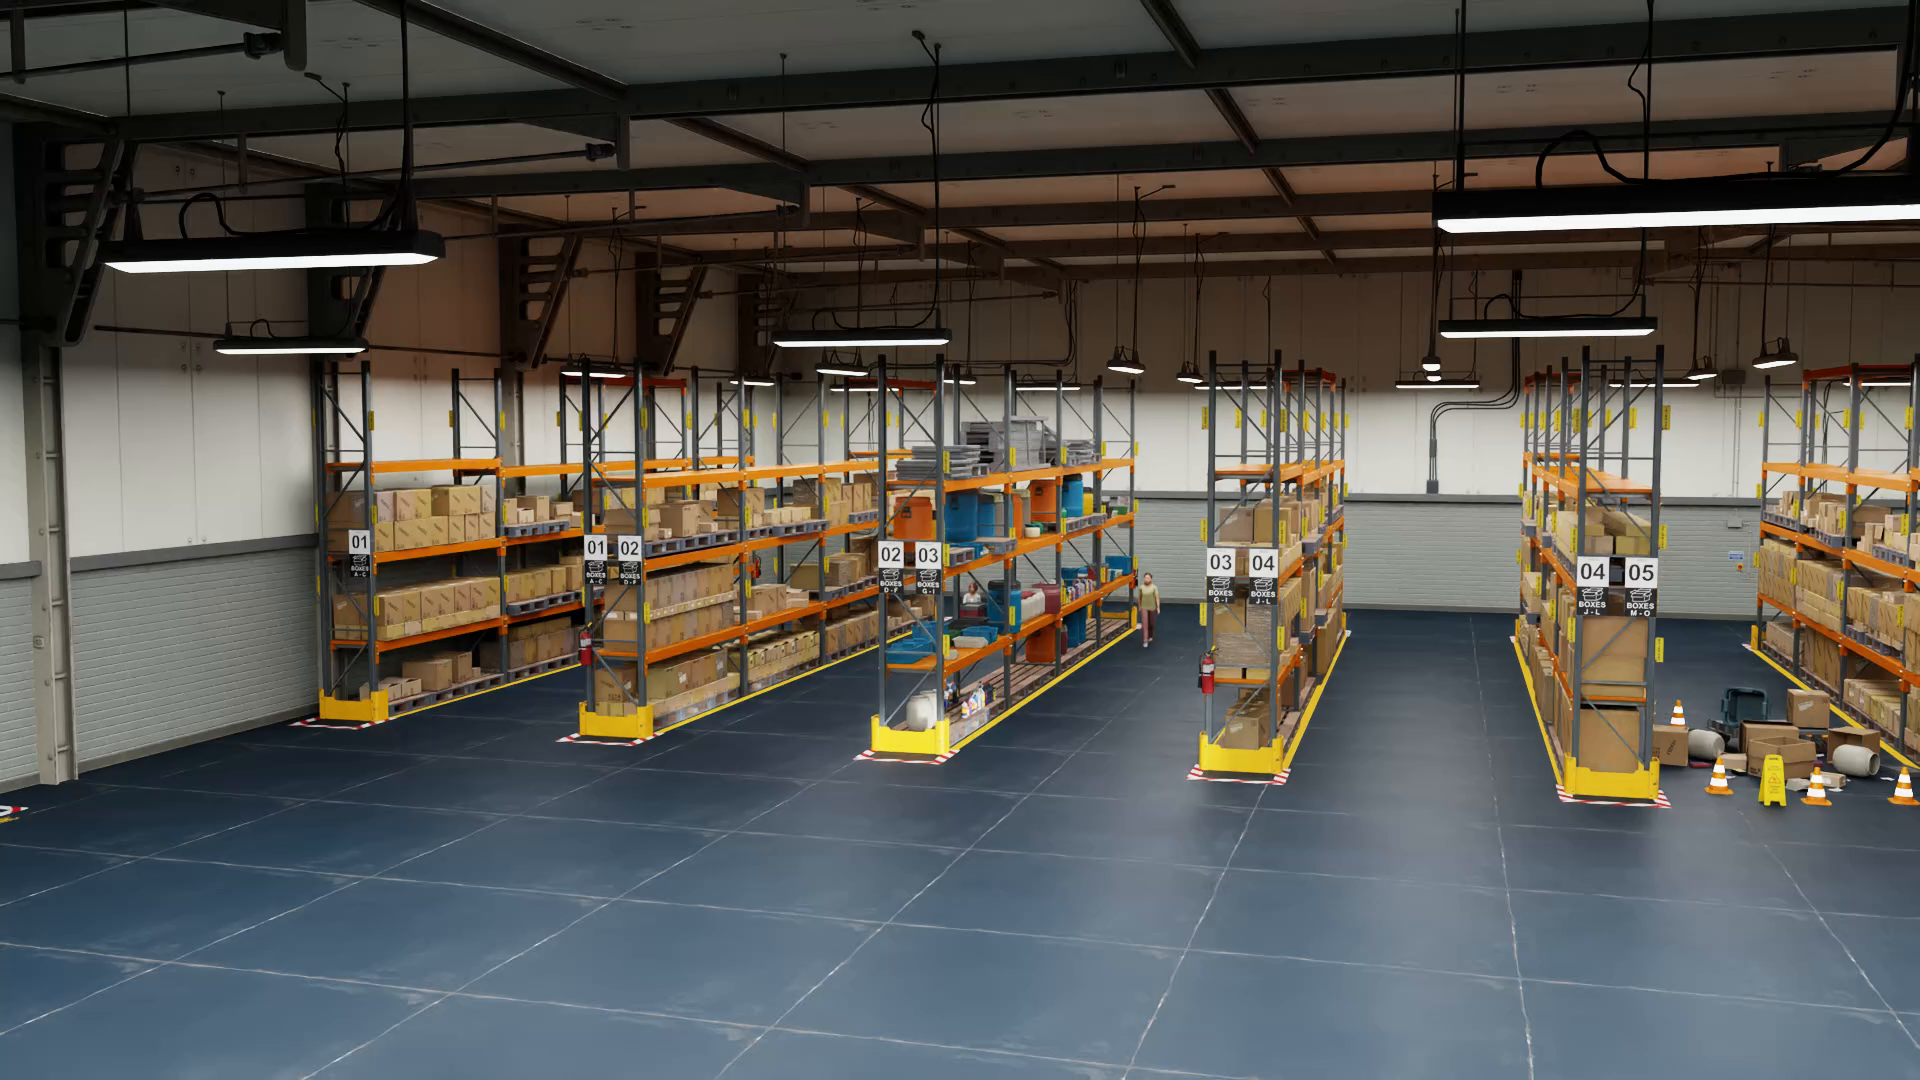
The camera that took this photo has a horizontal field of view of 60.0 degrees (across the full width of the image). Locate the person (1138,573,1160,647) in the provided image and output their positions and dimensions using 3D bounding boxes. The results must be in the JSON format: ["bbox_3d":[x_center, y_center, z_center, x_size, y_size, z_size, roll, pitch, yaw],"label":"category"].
[{"bbox_3d":[4.190,1.536,36.926,0.465,1.620,1.049,0,4,2],"label":"person"}]

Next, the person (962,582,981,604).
[{"bbox_3d":[0.248,1.673,35.642,0.442,1.536,0.994,1,4,14],"label":"person"}]
